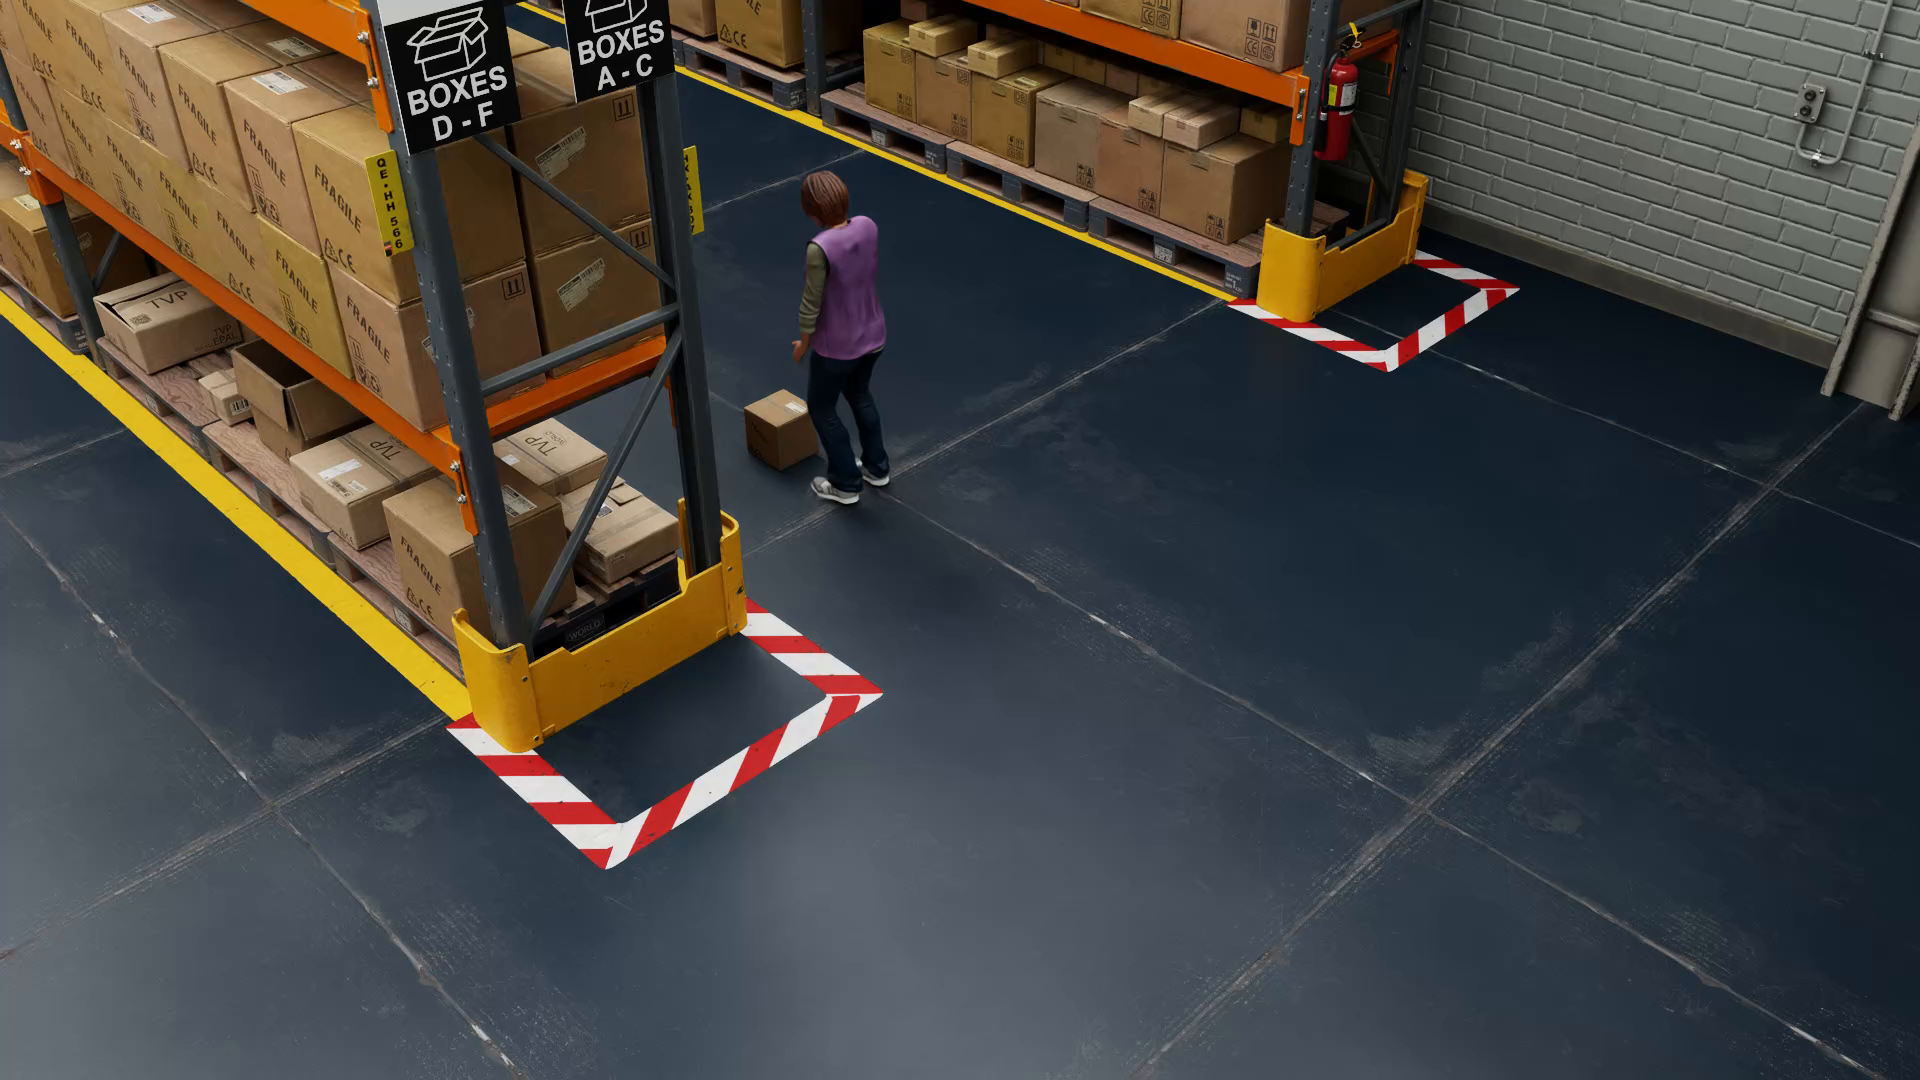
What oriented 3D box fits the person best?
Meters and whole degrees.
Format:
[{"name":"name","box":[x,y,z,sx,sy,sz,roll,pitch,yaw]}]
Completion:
[{"name":"person","box":[-0.528,-0.865,7.392,0.354,1.556,0.420,28,45,33]}]
